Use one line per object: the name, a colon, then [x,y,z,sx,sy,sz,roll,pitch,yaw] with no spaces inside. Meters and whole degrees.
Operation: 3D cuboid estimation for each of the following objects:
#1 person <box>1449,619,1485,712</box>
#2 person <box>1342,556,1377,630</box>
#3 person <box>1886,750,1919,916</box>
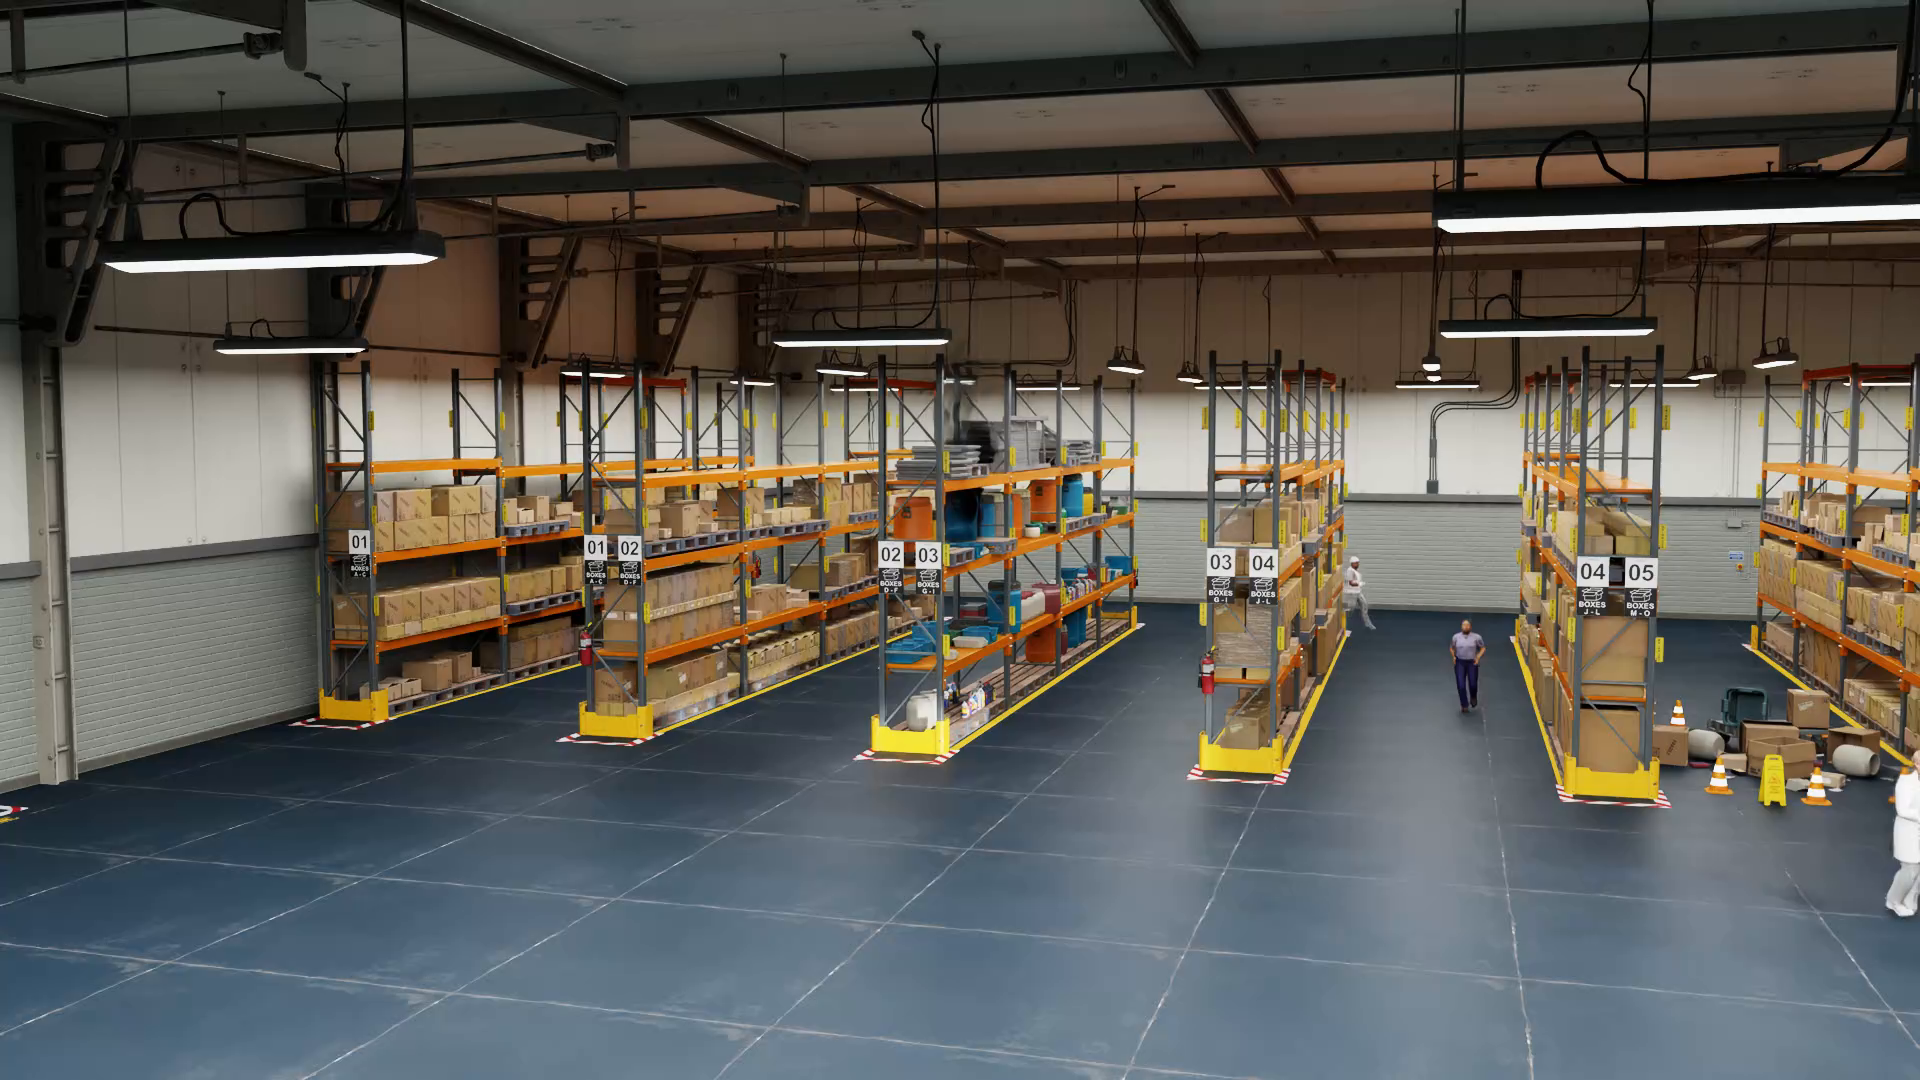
person: [8.712,2.159,28.612,0.586,1.601,0.543,2,4,22]
person: [9.420,1.275,39.702,1.000,1.777,0.696,2,5,26]
person: [9.591,2.940,16.582,0.759,1.727,0.794,-2,4,-23]
